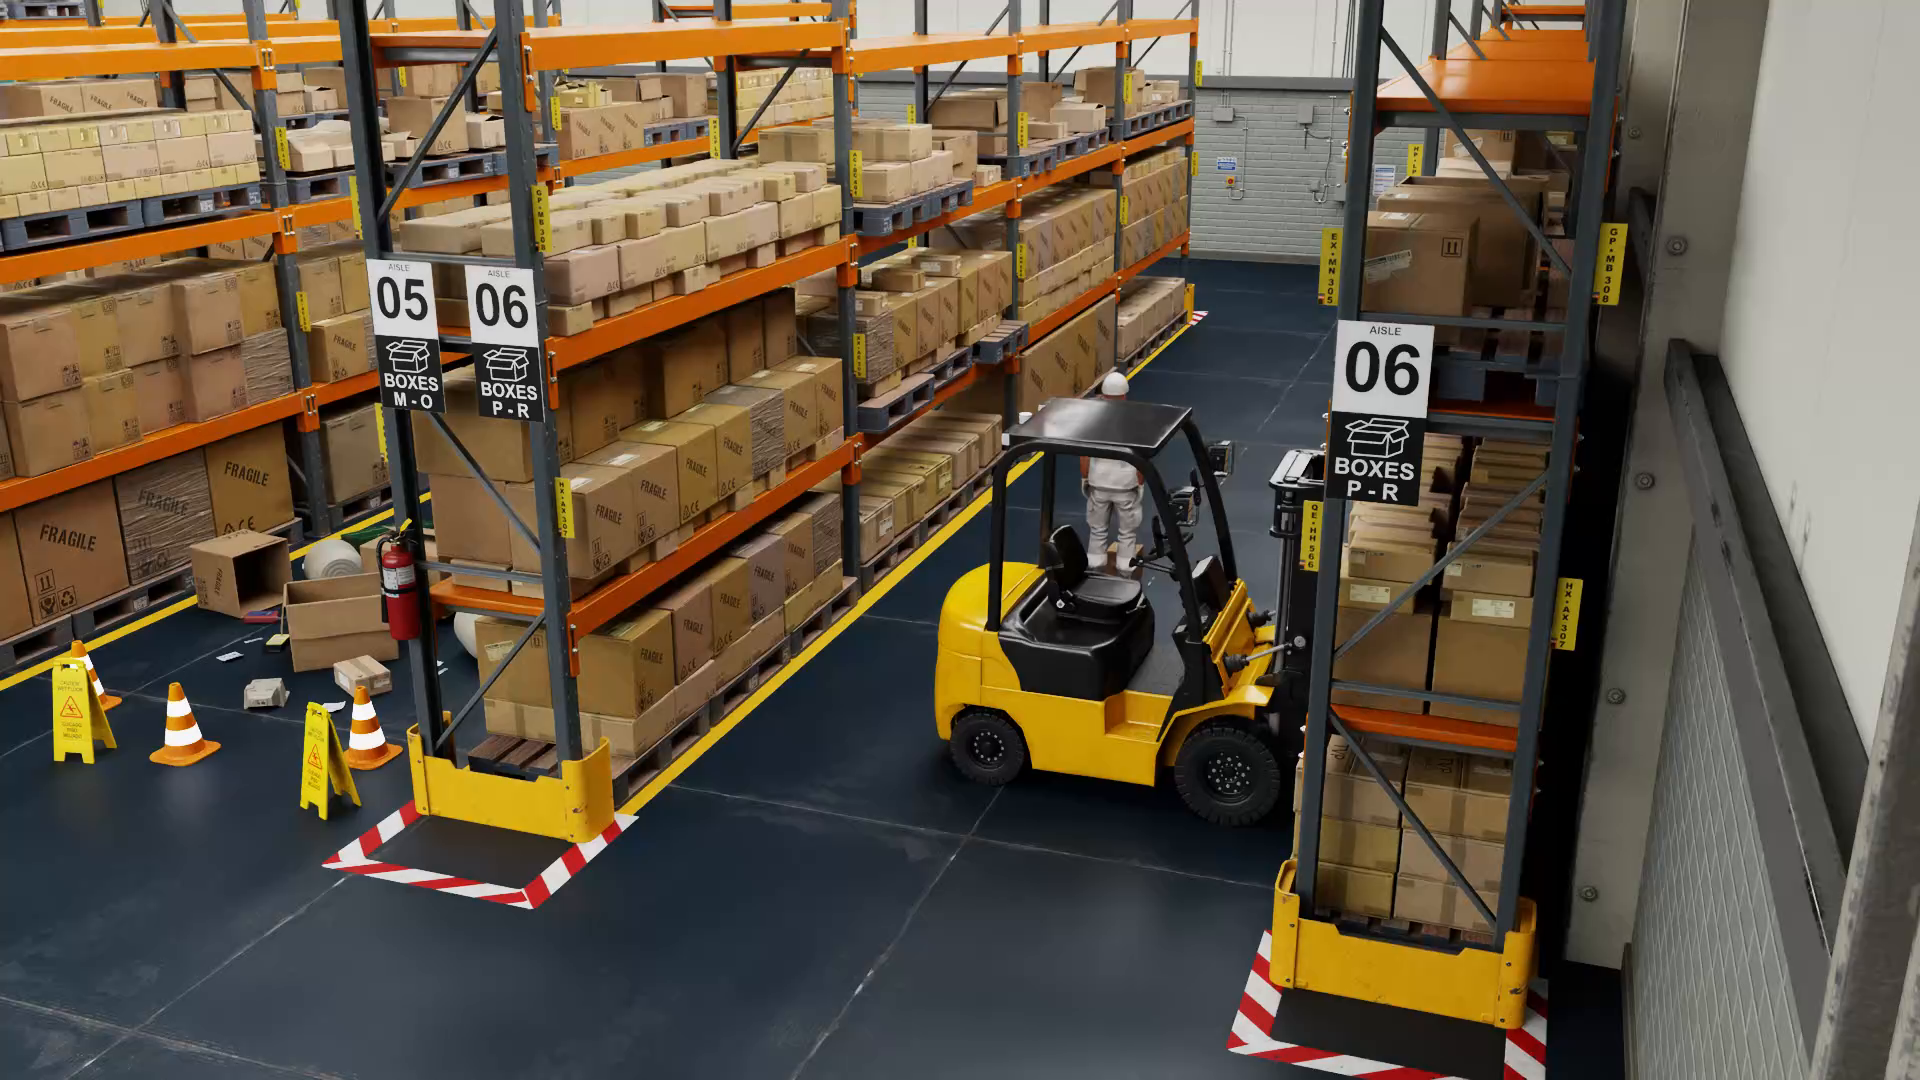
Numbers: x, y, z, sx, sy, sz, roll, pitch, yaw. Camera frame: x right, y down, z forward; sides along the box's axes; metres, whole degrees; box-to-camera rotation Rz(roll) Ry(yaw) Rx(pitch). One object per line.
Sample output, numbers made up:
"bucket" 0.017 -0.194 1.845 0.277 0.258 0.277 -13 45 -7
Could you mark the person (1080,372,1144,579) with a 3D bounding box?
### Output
"person" 1.171 -0.405 12.749 0.525 1.795 0.334 7 20 19
